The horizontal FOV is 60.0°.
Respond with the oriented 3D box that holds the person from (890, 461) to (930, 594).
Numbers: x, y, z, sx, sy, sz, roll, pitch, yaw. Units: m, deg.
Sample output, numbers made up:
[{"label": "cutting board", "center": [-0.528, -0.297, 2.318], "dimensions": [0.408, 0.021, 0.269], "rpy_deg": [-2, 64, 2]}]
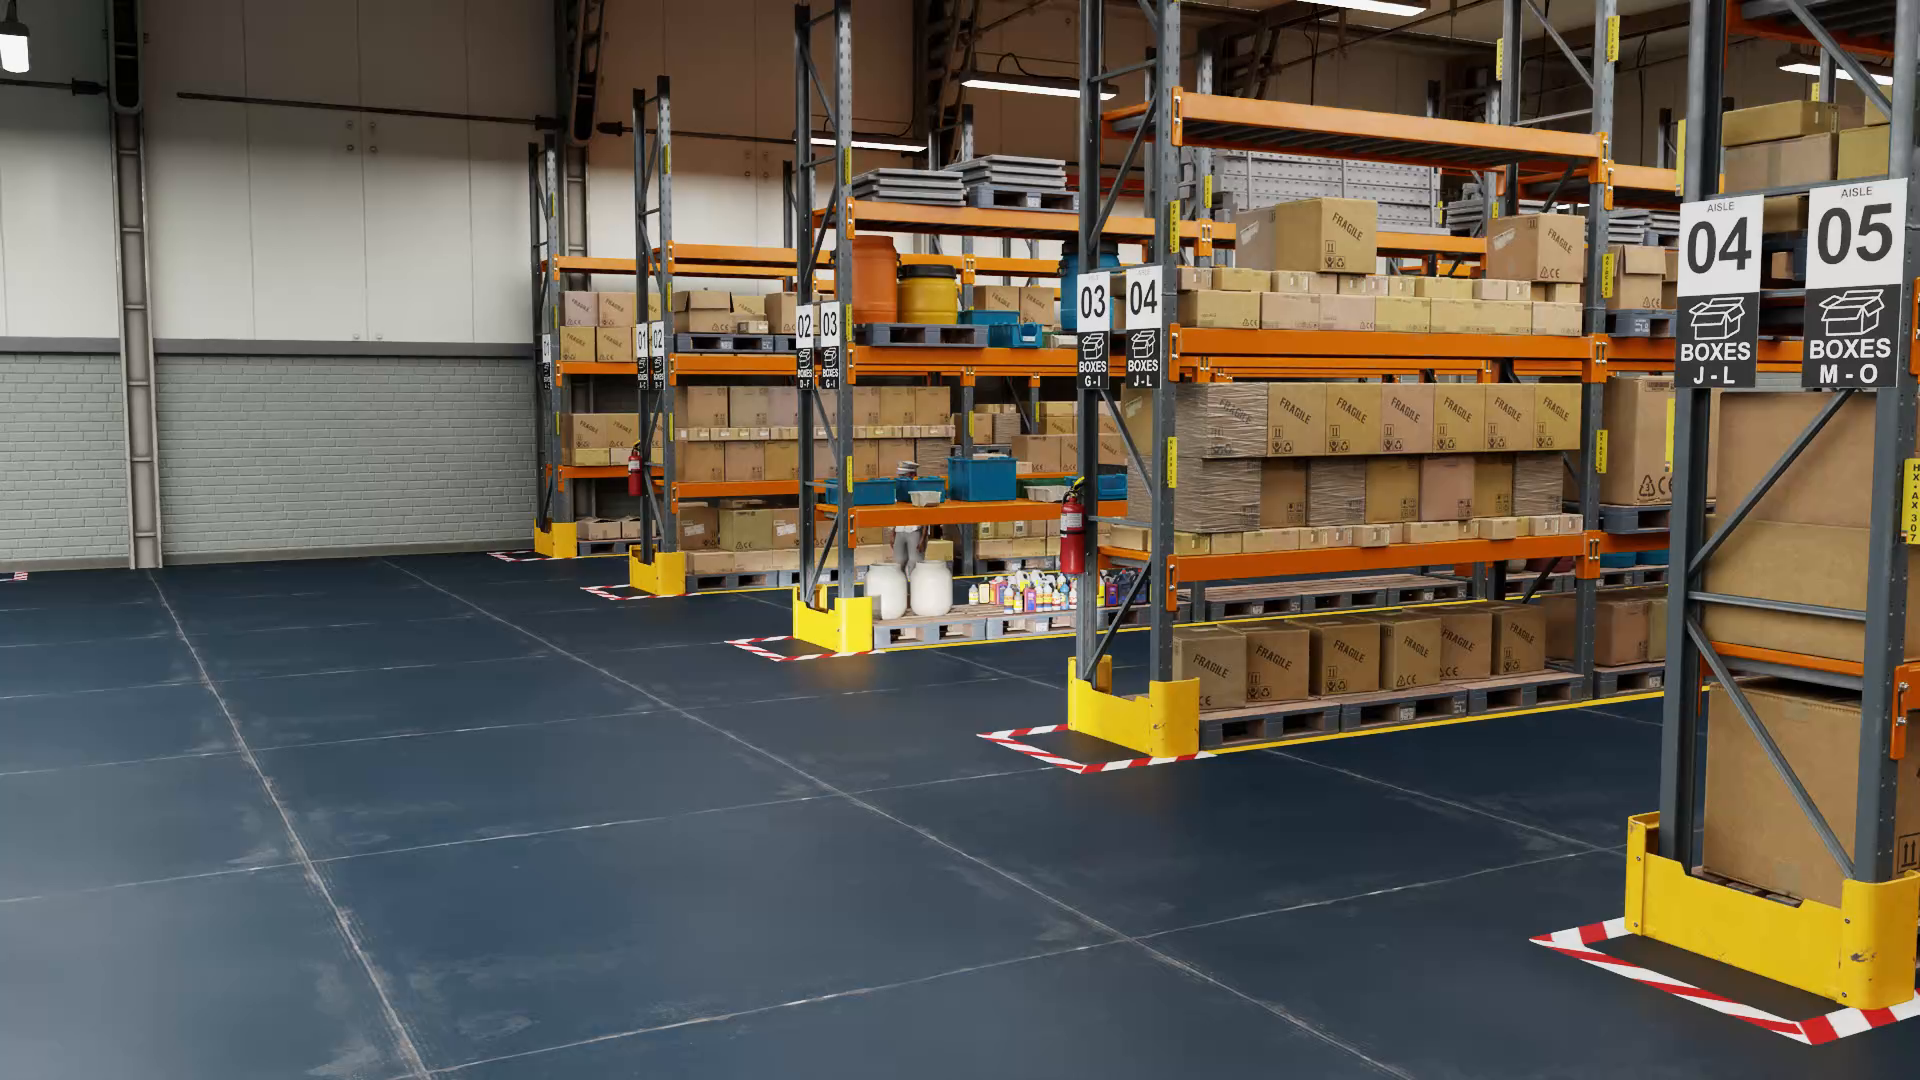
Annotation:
[{"label": "person", "center": [-0.543, -0.018, 17.720], "dimensions": [0.509, 1.657, 0.392], "rpy_deg": [4, 7, 40]}]
